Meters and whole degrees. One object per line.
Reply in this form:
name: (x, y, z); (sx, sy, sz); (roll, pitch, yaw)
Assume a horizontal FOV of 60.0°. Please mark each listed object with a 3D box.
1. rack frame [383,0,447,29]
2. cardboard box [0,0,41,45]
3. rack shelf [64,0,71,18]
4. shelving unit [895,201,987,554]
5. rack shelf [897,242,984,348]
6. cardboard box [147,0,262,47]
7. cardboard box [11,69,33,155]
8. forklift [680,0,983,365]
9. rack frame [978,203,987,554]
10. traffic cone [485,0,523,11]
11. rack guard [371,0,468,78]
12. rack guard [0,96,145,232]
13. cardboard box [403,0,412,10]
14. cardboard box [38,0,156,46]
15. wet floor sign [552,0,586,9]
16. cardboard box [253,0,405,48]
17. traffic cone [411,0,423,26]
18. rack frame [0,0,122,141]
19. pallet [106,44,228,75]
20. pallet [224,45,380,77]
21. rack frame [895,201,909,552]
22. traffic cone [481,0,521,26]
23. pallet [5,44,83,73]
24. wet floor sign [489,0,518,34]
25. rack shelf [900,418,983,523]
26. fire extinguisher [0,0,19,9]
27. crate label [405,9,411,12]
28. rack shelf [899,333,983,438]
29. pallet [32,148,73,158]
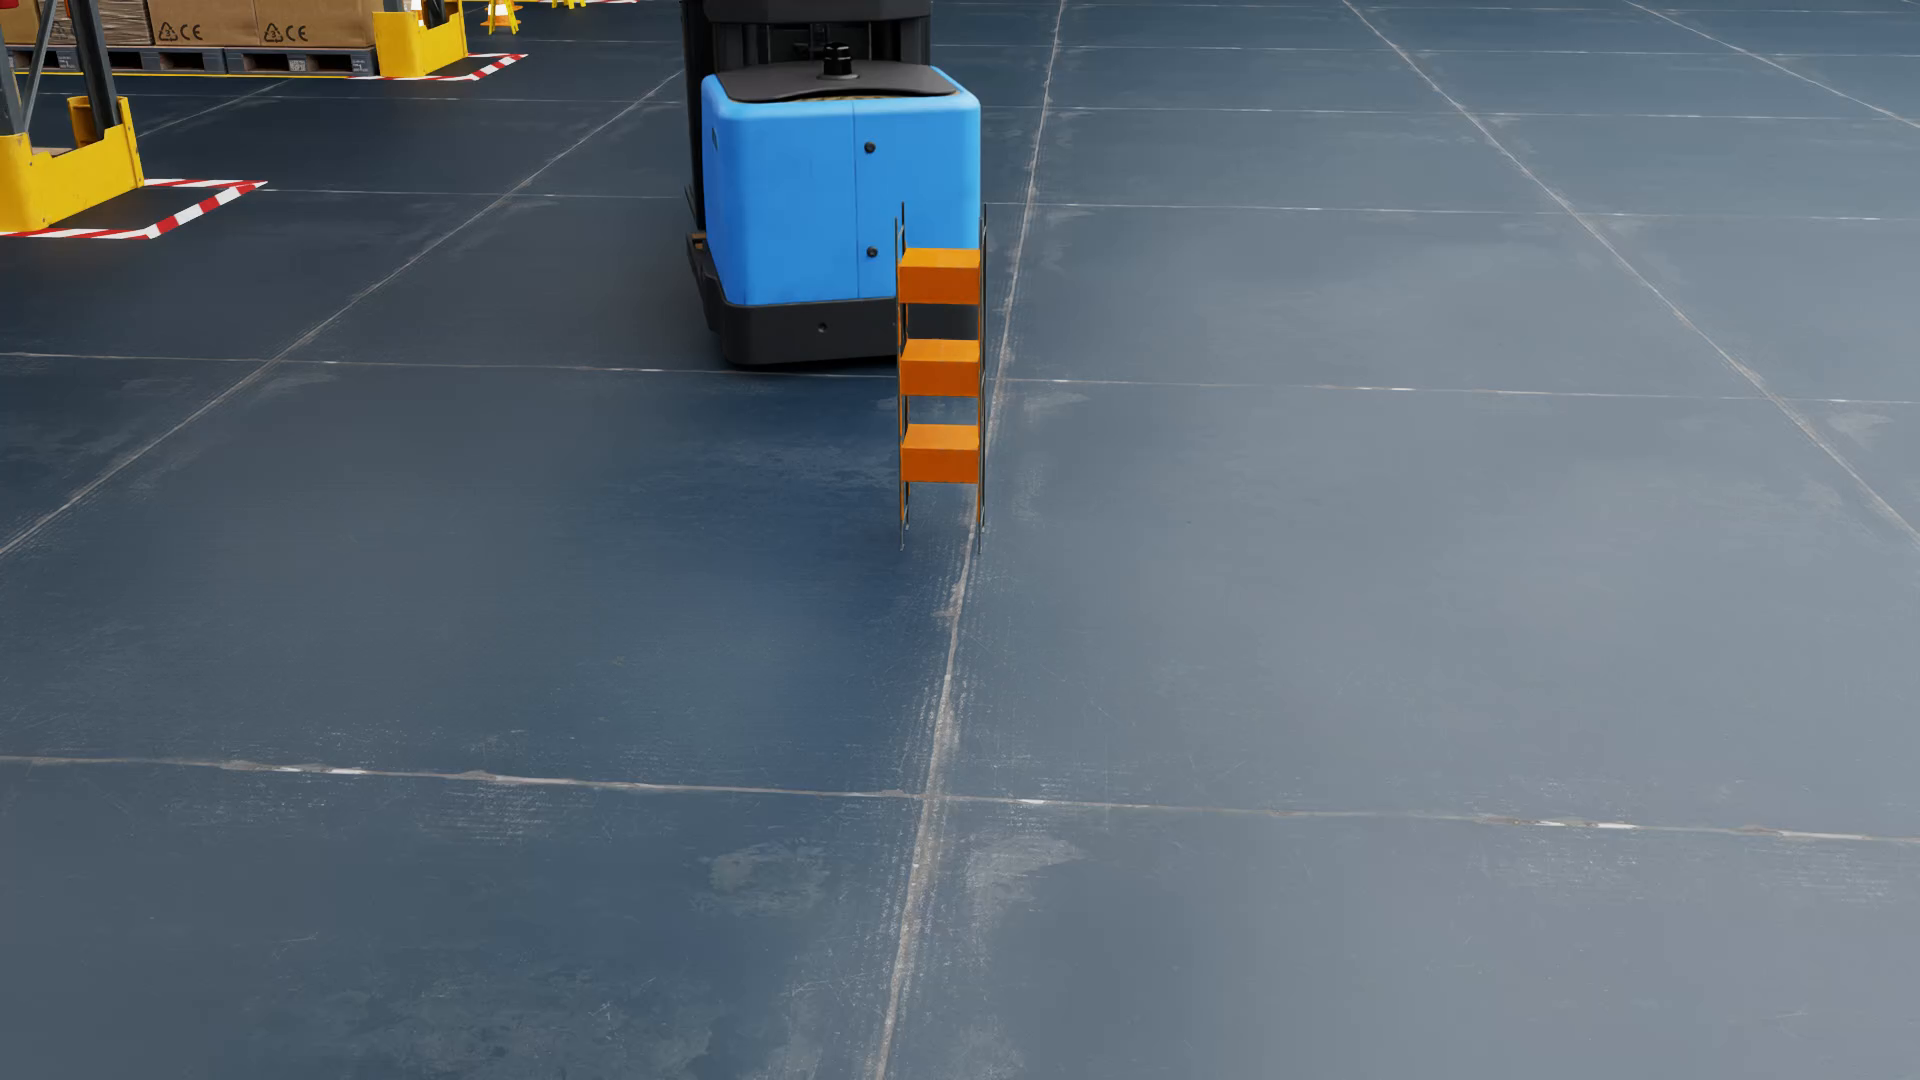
rack frame: (-4.457, -5.298, 13.175); (0.127, 3.000, 1.000); (2, 25, 4)
cardboard box: (-7.824, -4.602, 13.703); (0.875, 0.875, 0.875); (2, 25, 5)
rack shelf: (-6.932, -2.971, 8.979); (4.000, 0.370, 1.077); (2, 25, 4)
shelving unit: (-0.053, -0.479, 5.034); (0.252, 1.050, 0.215); (2, 25, 4)
rack shelf: (-0.053, -0.727, 4.920); (0.240, 0.259, 0.215); (2, 25, 4)
cardboard box: (-6.016, -4.545, 13.578); (0.875, 0.875, 0.875); (1, 25, 3)
cardboard box: (-5.559, -2.316, 9.183); (0.500, 0.500, 0.500); (6, 25, 14)
forklift: (-0.726, -2.615, 7.427); (1.130, 2.935, 3.031); (-5, 25, -11)
rack frame: (0.068, -0.475, 5.026); (0.008, 1.050, 0.200); (2, 25, 4)
traffic cone: (-4.707, -5.688, 17.058); (0.334, 0.463, 0.336); (2, 25, 4)
rack guard: (-4.433, -4.162, 13.696); (0.348, 0.500, 1.175); (2, 25, 4)
rack guard: (-5.013, -2.101, 9.218); (0.348, 0.500, 1.175); (2, 25, 4)
cardboard box: (-5.640, -5.269, 16.523); (0.250, 0.149, 0.380); (16, 29, 31)
cardboard box: (-6.925, -4.575, 13.644); (0.875, 0.875, 0.875); (2, 25, 4)
wet floor sign: (-4.072, -5.843, 17.176); (0.232, 0.644, 0.267); (11, 27, 22)
cardboard box: (-5.138, -4.518, 13.519); (0.875, 0.875, 0.875); (2, 25, 4)
traffic cone: (-4.878, -4.754, 15.029); (0.334, 0.463, 0.336); (2, 25, 4)
rack frame: (-4.938, -3.234, 8.690); (0.127, 3.000, 1.000); (2, 25, 4)
pallet: (-6.474, -4.064, 13.830); (1.213, 0.211, 1.003); (2, 25, 4)
pallet: (-5.260, -4.024, 13.743); (1.213, 0.211, 1.003); (2, 25, 4)
rack frame: (-0.175, -0.483, 5.043); (0.008, 1.050, 0.200); (2, 25, 4)
traffic cone: (-4.453, -5.214, 16.029); (0.334, 0.463, 0.336); (2, 25, 4)
pallet: (-7.693, -4.102, 13.913); (1.213, 0.211, 1.003); (2, 25, 4)
wet floor sign: (-4.277, -5.053, 15.459); (0.232, 0.644, 0.267); (-2, 25, -5)
rack shelf: (-0.053, -0.217, 5.155); (0.240, 0.259, 0.215); (2, 25, 4)
fire extinguisher: (-4.859, -3.003, 8.281); (0.183, 0.674, 0.296); (2, 25, 4)
crate label: (-5.241, -5.066, 16.095); (0.298, 0.136, 0.250); (-11, 27, -23)
rack shelf: (-0.053, -0.469, 5.039); (0.240, 0.259, 0.215); (2, 25, 4)
pallet: (-5.821, -2.010, 9.366); (1.213, 0.211, 1.003); (2, 25, 4)
